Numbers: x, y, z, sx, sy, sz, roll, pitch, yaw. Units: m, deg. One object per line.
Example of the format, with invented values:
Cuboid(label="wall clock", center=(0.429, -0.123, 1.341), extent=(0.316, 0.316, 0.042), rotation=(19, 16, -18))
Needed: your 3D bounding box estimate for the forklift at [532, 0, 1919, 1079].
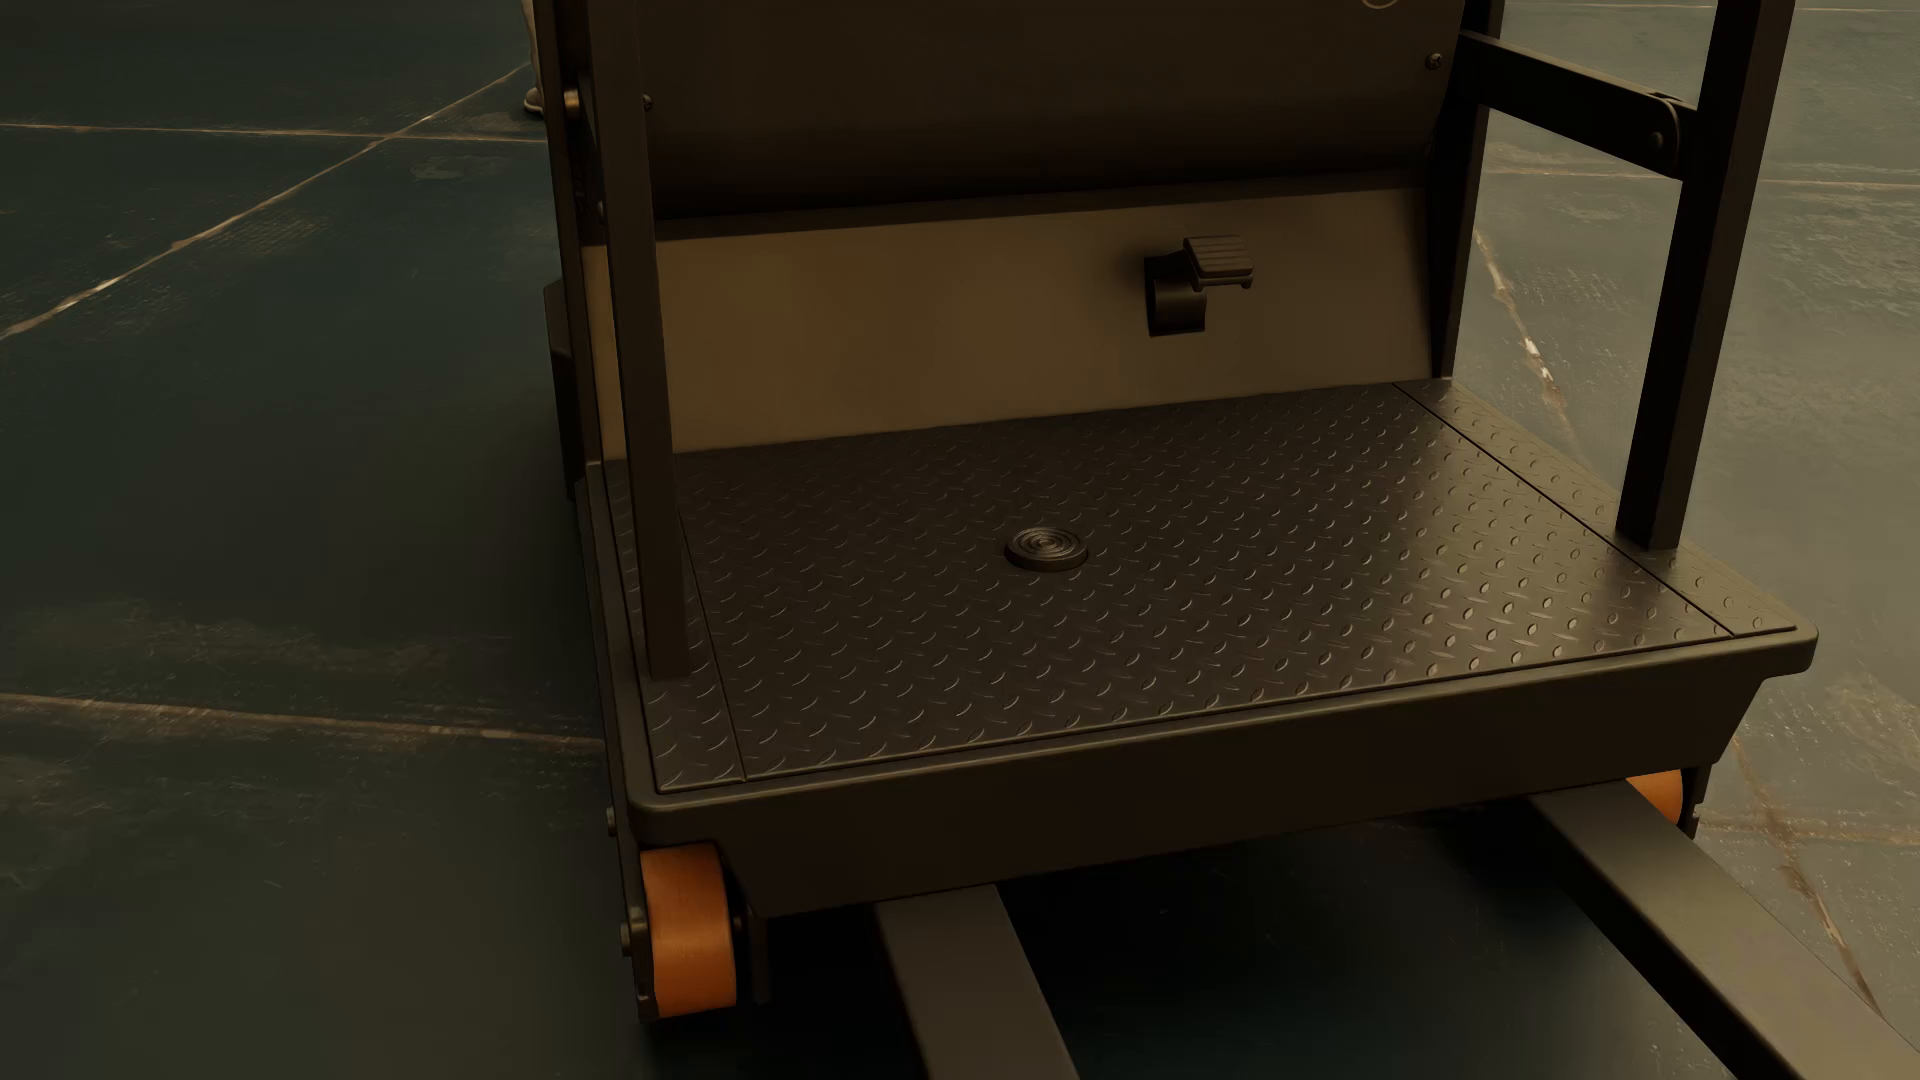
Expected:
Cuboid(label="forklift", center=(0.153, -1.049, 1.319), extent=(1.130, 2.935, 3.031), rotation=(-7, 27, -13))

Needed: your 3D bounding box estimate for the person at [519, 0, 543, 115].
Cuboid(label="person", center=(-1.149, -2.077, 4.811), extent=(0.527, 1.656, 0.397), rotation=(-11, 28, -20))
